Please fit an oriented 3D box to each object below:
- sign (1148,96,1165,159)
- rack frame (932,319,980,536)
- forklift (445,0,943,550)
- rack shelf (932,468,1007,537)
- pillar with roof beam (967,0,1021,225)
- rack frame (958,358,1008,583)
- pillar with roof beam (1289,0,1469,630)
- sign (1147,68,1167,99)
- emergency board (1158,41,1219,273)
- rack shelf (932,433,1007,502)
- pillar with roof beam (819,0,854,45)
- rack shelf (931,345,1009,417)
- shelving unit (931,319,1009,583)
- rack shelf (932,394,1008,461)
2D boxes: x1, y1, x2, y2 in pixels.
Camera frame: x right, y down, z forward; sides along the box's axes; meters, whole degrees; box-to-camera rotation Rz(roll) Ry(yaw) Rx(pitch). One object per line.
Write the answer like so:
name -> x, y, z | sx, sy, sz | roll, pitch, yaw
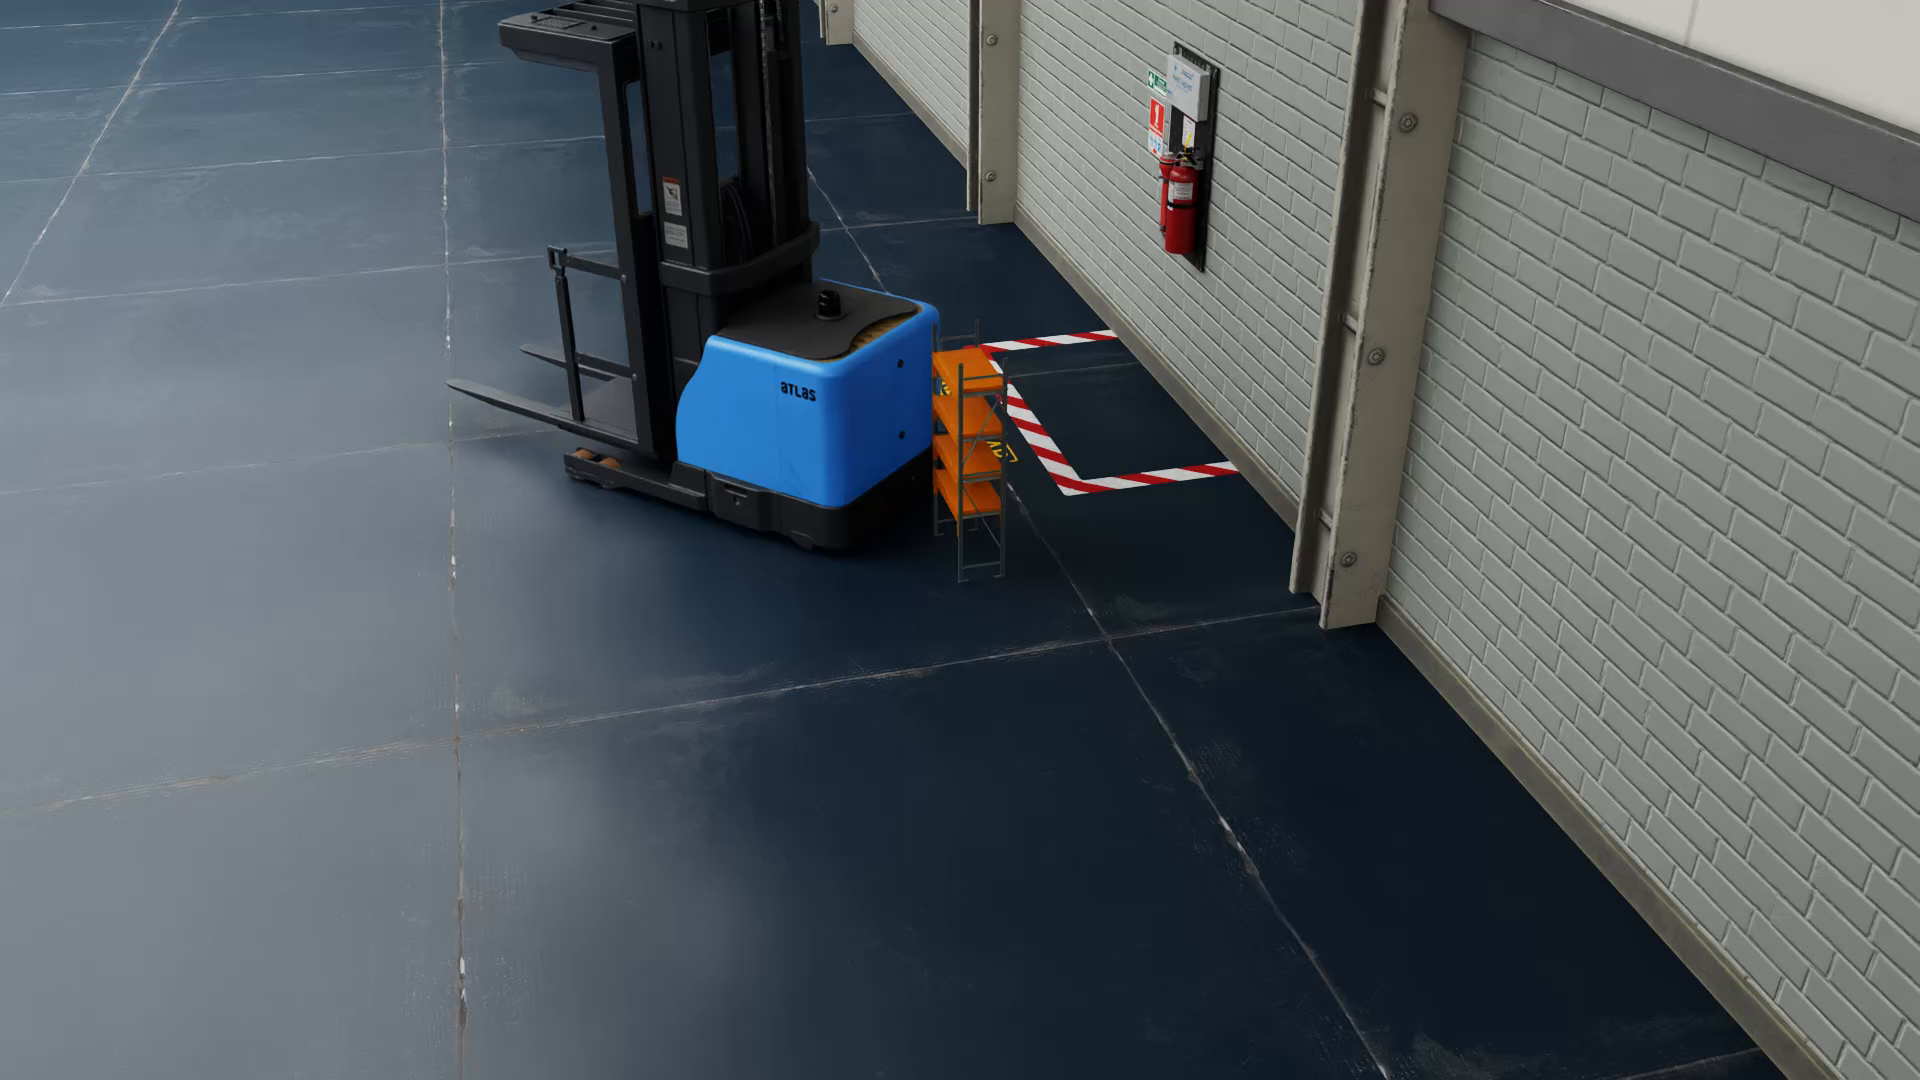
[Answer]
sign -> 1.180, -2.477, 10.000 | 0.001, 0.329, 0.234 | -8, 31, -13
rack frame -> -0.021, -0.557, 8.515 | 0.240, 1.200, 0.015 | -8, 31, -13
forklift -> -1.616, -1.759, 8.864 | 3.031, 2.935, 1.130 | 17, 34, 27
rack shelf -> 0.044, -0.209, 8.444 | 0.258, 0.148, 0.480 | -8, 31, -13
pillar with roof beam -> -3.896, -5.904, 9.968 | 9.100, 9.000, 0.400 | -8, 31, -13
rack frame -> 0.109, -0.321, 8.108 | 0.240, 1.200, 0.015 | -8, 31, -13
pillar with roof beam -> -2.304, -3.007, 4.961 | 9.100, 9.000, 0.400 | -8, 31, -13
sign -> 1.173, -2.703, 9.862 | 0.001, 0.109, 0.331 | -8, 31, -13
emergency board -> 1.228, -2.181, 9.524 | 0.194, 1.169, 0.643 | -8, 31, -13
rack shelf -> 0.044, -0.381, 8.345 | 0.258, 0.148, 0.480 | -8, 31, -13
pillar with roof beam -> -5.489, -8.802, 14.975 | 9.100, 9.000, 0.400 | -8, 31, -13
rack shelf -> 0.044, -0.779, 8.114 | 0.258, 0.148, 0.480 | -8, 31, -13
shelving unit -> 0.044, -0.439, 8.311 | 0.258, 1.200, 0.503 | -8, 31, -13
rack shelf -> 0.044, -0.575, 8.233 | 0.258, 0.148, 0.480 | -8, 31, -13
